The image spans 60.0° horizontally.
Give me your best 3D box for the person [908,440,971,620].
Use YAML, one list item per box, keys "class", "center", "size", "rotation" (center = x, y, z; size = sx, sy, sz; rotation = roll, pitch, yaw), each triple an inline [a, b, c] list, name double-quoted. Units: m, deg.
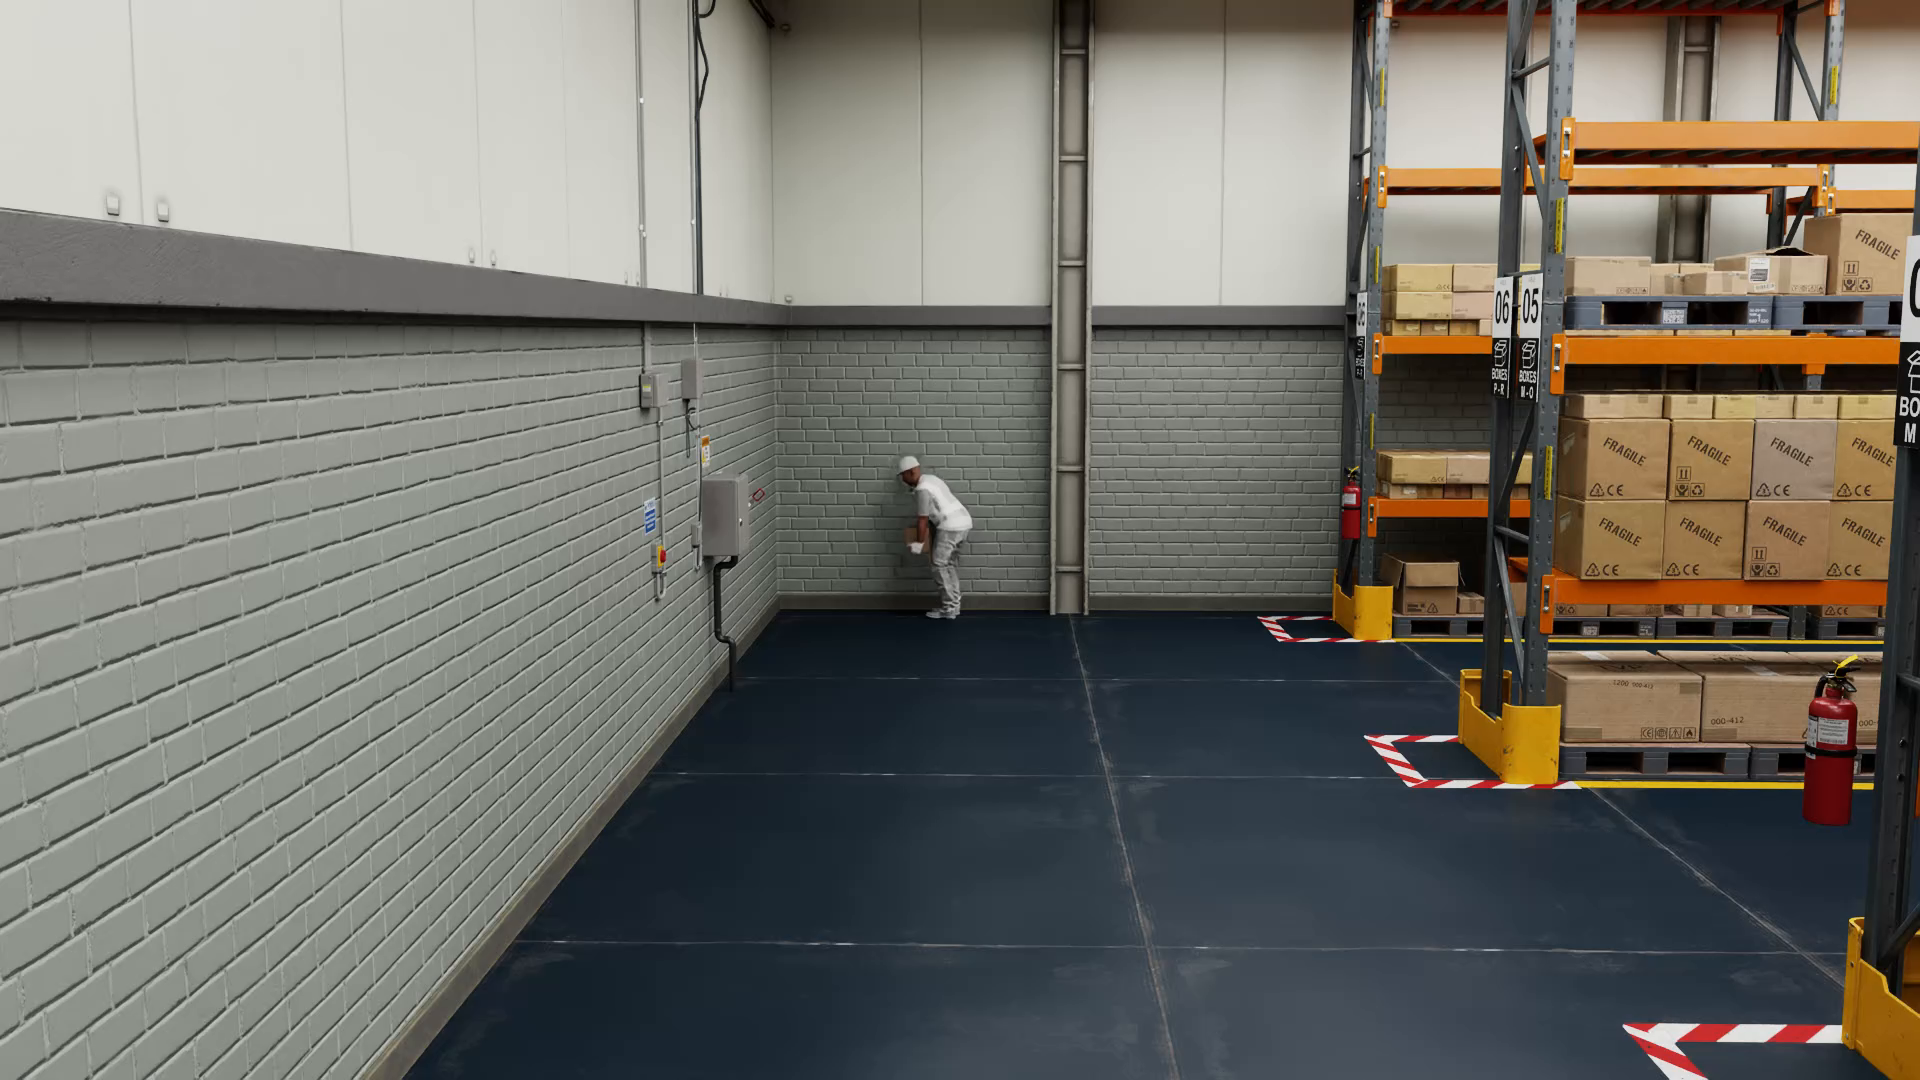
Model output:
- class: "person"
  center: [-0.204, -0.112, 16.611]
  size: [0.595, 1.775, 0.490]
  rotation: [2, 8, 19]
